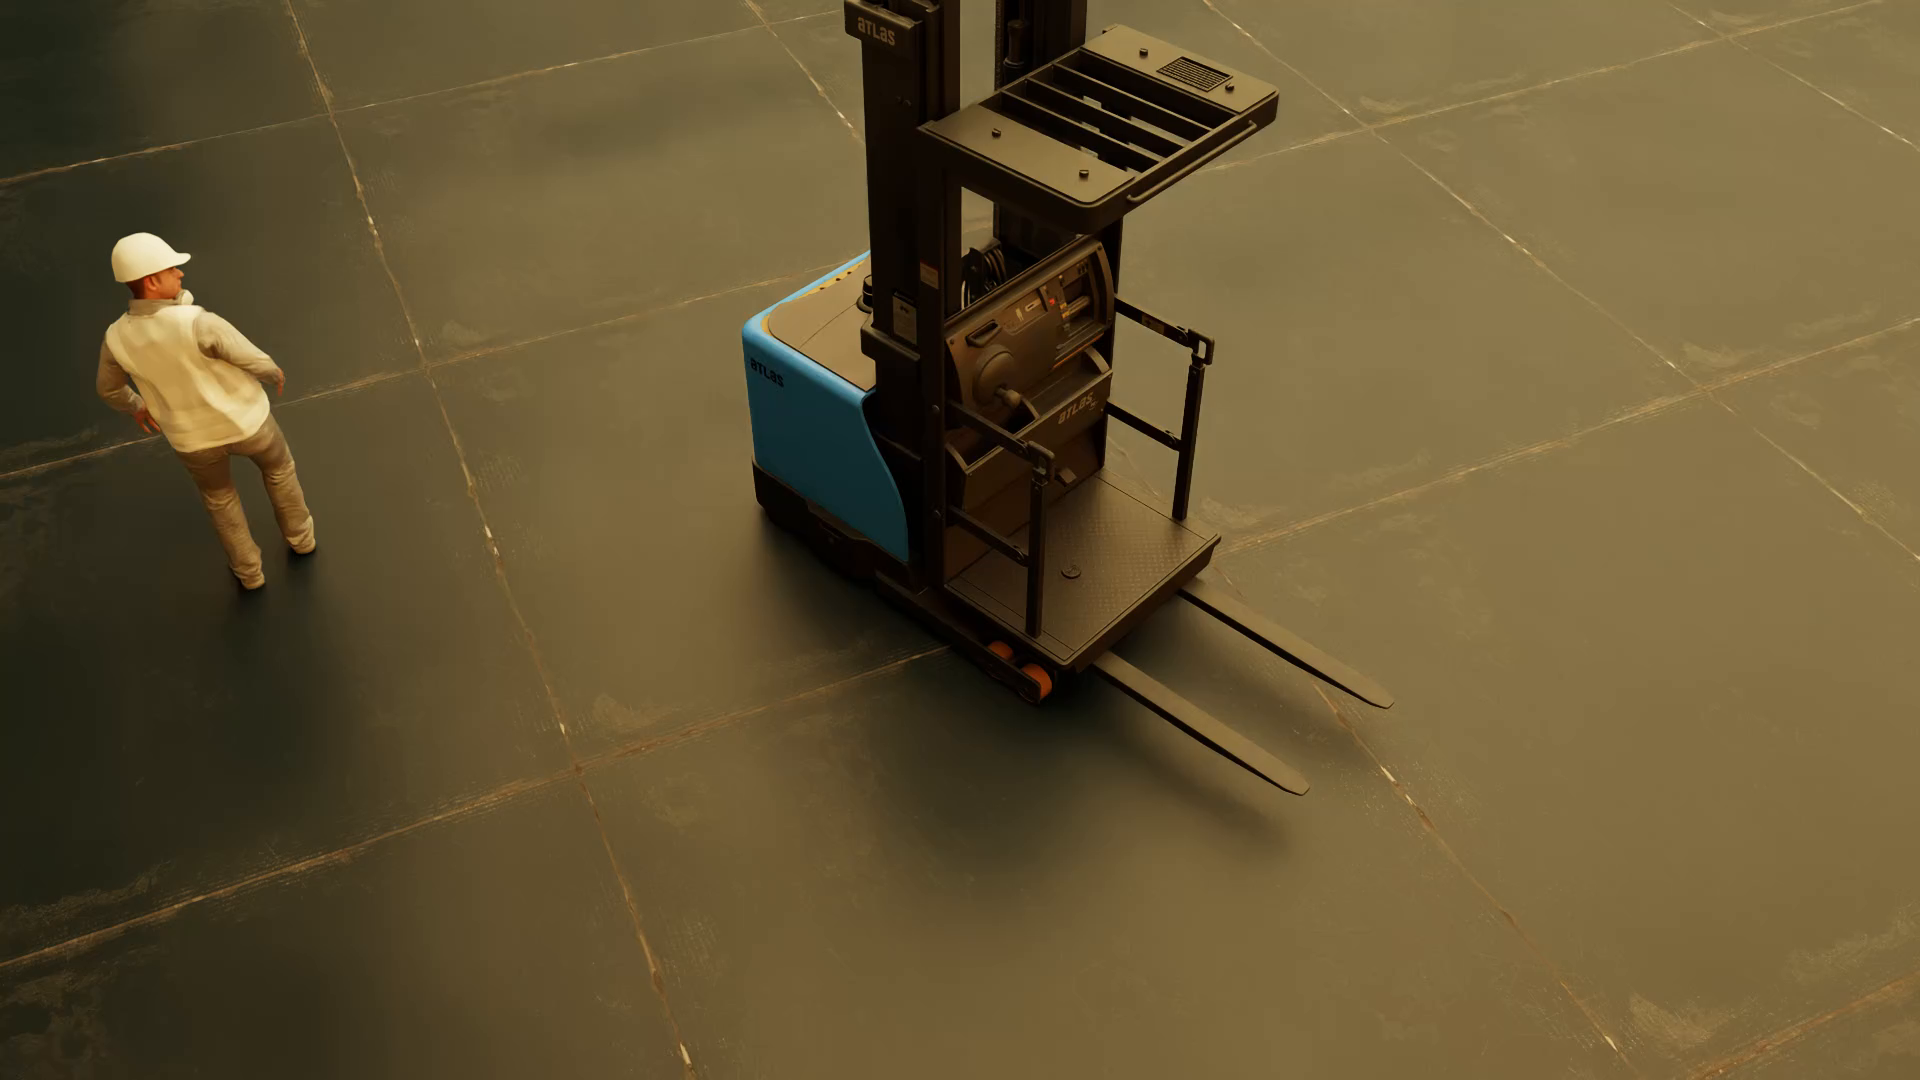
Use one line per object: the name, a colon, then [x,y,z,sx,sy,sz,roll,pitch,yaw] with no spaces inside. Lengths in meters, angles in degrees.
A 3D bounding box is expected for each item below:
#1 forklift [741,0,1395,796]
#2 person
forklift: [0.445,-0.788,6.525,3.031,2.935,1.130,32,52,30]
person: [-3.241,-0.549,7.151,0.728,1.740,0.515,-10,44,-11]
